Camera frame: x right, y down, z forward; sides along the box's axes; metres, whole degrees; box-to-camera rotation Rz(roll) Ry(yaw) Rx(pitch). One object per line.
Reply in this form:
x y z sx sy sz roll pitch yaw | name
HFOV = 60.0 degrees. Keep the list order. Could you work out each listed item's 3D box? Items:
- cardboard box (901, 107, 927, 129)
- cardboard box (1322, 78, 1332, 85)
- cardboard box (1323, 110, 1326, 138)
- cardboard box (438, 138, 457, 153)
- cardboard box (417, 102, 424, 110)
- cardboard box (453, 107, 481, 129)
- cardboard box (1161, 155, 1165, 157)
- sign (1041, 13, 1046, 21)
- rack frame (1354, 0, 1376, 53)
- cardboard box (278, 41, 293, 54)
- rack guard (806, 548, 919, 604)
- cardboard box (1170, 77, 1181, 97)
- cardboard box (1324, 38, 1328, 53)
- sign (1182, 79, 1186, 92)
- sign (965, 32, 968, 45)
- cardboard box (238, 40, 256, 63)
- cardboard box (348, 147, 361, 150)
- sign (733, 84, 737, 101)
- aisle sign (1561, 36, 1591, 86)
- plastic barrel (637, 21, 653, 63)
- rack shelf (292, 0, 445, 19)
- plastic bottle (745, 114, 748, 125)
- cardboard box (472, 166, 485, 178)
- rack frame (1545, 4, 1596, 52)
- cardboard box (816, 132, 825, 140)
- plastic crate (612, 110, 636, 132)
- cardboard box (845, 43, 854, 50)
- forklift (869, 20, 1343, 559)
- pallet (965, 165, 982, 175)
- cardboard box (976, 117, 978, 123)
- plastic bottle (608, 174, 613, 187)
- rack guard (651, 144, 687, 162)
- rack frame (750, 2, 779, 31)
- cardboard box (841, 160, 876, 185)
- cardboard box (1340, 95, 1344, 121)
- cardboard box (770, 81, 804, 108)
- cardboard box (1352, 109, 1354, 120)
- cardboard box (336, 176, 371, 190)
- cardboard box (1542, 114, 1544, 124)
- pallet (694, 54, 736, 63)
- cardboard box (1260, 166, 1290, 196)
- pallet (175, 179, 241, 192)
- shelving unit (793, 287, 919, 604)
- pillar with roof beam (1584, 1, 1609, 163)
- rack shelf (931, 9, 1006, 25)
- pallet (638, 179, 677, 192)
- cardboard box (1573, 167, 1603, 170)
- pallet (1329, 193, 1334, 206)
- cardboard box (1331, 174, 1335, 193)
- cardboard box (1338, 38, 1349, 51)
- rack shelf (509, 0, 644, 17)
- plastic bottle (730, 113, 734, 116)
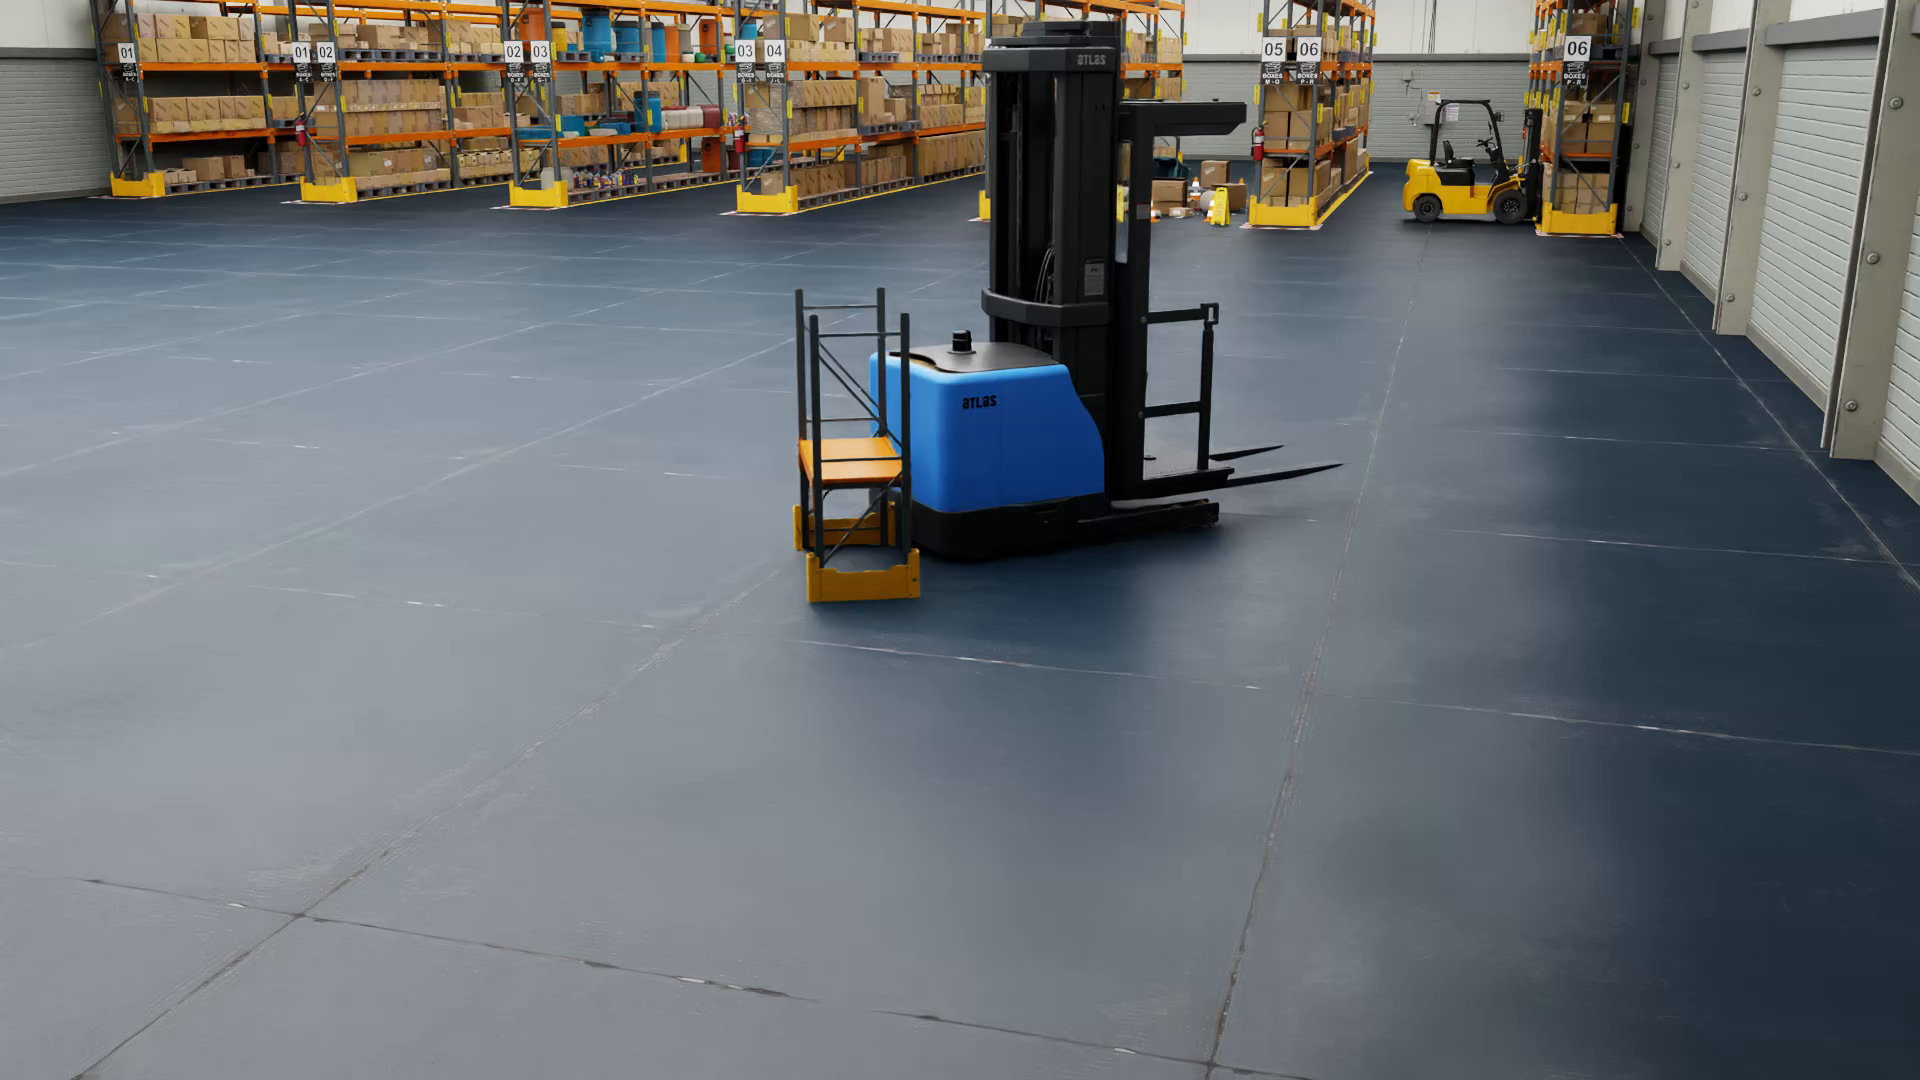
-1.094 -10.069 39.648 0.500 0.500 0.500 5 17 18 | cardboard box
8.927 -11.139 40.400 0.380 0.149 0.250 4 16 15 | cardboard box
6.423 -7.616 30.455 0.500 0.500 0.500 4 16 15 | cardboard box
-14.664 -11.101 46.641 0.750 0.750 0.750 5 17 17 | cardboard box
-12.217 -9.708 37.186 0.380 0.149 0.250 5 16 16 | cardboard box
-11.743 -10.023 39.486 0.500 0.500 0.500 6 17 20 | cardboard box
5.113 -9.935 43.269 0.380 0.149 0.250 4 16 15 | cardboard box
1.490 -9.268 29.762 0.100 0.325 0.005 5 16 16 | sign
10.282 -14.125 43.138 1.000 3.000 0.127 5 16 16 | rack frame
-16.470 -11.921 40.257 0.500 0.311 0.500 5 17 18 | cardboard box
-0.507 0.187 8.711 0.587 0.250 0.087 -3 16 -9 | rack guard
5.615 -12.130 44.536 0.500 0.500 0.500 4 16 15 | cardboard box
6.285 -8.809 29.622 0.500 0.250 0.500 4 16 15 | cardboard box
6.033 -12.257 44.846 0.100 0.325 0.005 5 16 16 | sign
0.166 -12.765 42.315 0.100 0.325 0.005 5 16 16 | sign
-16.785 -11.369 38.699 0.500 0.500 0.500 5 17 17 | cardboard box
-15.895 -9.884 42.953 0.700 0.500 0.500 5 17 17 | cardboard box
-4.293 -8.579 31.877 0.100 0.325 0.005 5 16 16 | sign
10.194 -7.925 27.510 0.394 0.787 0.004 5 16 16 | aisle sign
-7.257 -11.257 37.606 0.600 0.901 0.600 0 16 0 | plastic barrel
-12.695 -11.462 35.799 1.077 0.370 4.000 5 16 16 | rack shelf
-5.422 -10.655 42.135 0.097 0.271 0.097 0 16 0 | plastic bottle
-11.628 -8.736 39.403 0.500 0.250 0.500 5 17 17 | cardboard box
12.768 -11.648 34.406 1.000 3.000 0.127 5 16 16 | rack frame
-2.938 -8.142 33.497 0.380 0.149 0.250 5 16 16 | cardboard box
-7.535 -9.433 37.474 0.402 0.464 0.583 5 16 16 | plastic crate
-2.445 -10.323 34.776 0.380 0.149 0.250 5 17 18 | cardboard box
0.992 -1.572 10.000 3.031 2.935 1.130 -8 18 -27 | forklift
-0.065 -9.812 44.037 1.003 0.211 1.213 5 16 16 | pallet
0.268 -11.098 43.922 0.380 0.149 0.250 4 16 14 | cardboard box
-7.518 -7.724 35.757 0.097 0.271 0.097 0 16 0 | plastic bottle
-8.738 -11.554 49.649 1.175 0.500 0.348 5 16 16 | rack guard
-5.105 -14.231 43.512 1.000 3.000 0.127 5 16 16 | rack frame
-2.281 -8.159 36.874 0.700 0.500 0.500 5 16 16 | cardboard box
7.575 -8.853 34.045 0.500 0.500 0.500 5 16 16 | cardboard box
-3.349 -8.617 32.150 0.500 0.500 0.500 5 16 16 | cardboard box
8.690 -9.692 37.863 0.500 0.250 0.500 5 16 16 | cardboard box
-12.898 -7.593 35.372 0.500 0.250 0.500 5 16 16 | cardboard box
11.816 -8.301 32.956 0.500 0.250 0.500 5 17 17 | cardboard box
-5.931 -11.843 40.937 1.003 0.211 1.213 5 16 16 | pallet
5.712 -6.523 30.225 0.500 0.500 0.500 5 17 16 | cardboard box
-17.379 -8.180 38.283 1.003 0.211 1.213 5 16 16 | pallet
-0.588 -0.548 9.013 0.587 1.500 1.083 -3 16 -9 | shelving unit
10.839 -13.141 39.668 9.100 9.000 0.400 5 16 16 | pillar with roof beam
0.212 -13.832 44.156 1.077 0.370 4.000 5 16 16 | rack shelf
-7.193 -8.119 38.067 1.003 0.211 1.213 5 16 16 | pallet
11.256 -6.535 29.809 0.500 0.250 0.500 4 16 15 | cardboard box
7.091 -6.962 33.988 1.003 0.211 1.213 5 16 16 | pallet
7.219 -7.363 34.338 0.950 0.372 0.625 6 17 19 | cardboard box
7.422 -9.794 32.872 0.500 0.250 0.500 4 16 14 | cardboard box
-7.947 -11.077 34.441 1.077 0.370 4.000 5 16 16 | rack shelf
-5.931 -10.891 42.957 0.152 0.276 0.135 5 16 16 | plastic bottle
